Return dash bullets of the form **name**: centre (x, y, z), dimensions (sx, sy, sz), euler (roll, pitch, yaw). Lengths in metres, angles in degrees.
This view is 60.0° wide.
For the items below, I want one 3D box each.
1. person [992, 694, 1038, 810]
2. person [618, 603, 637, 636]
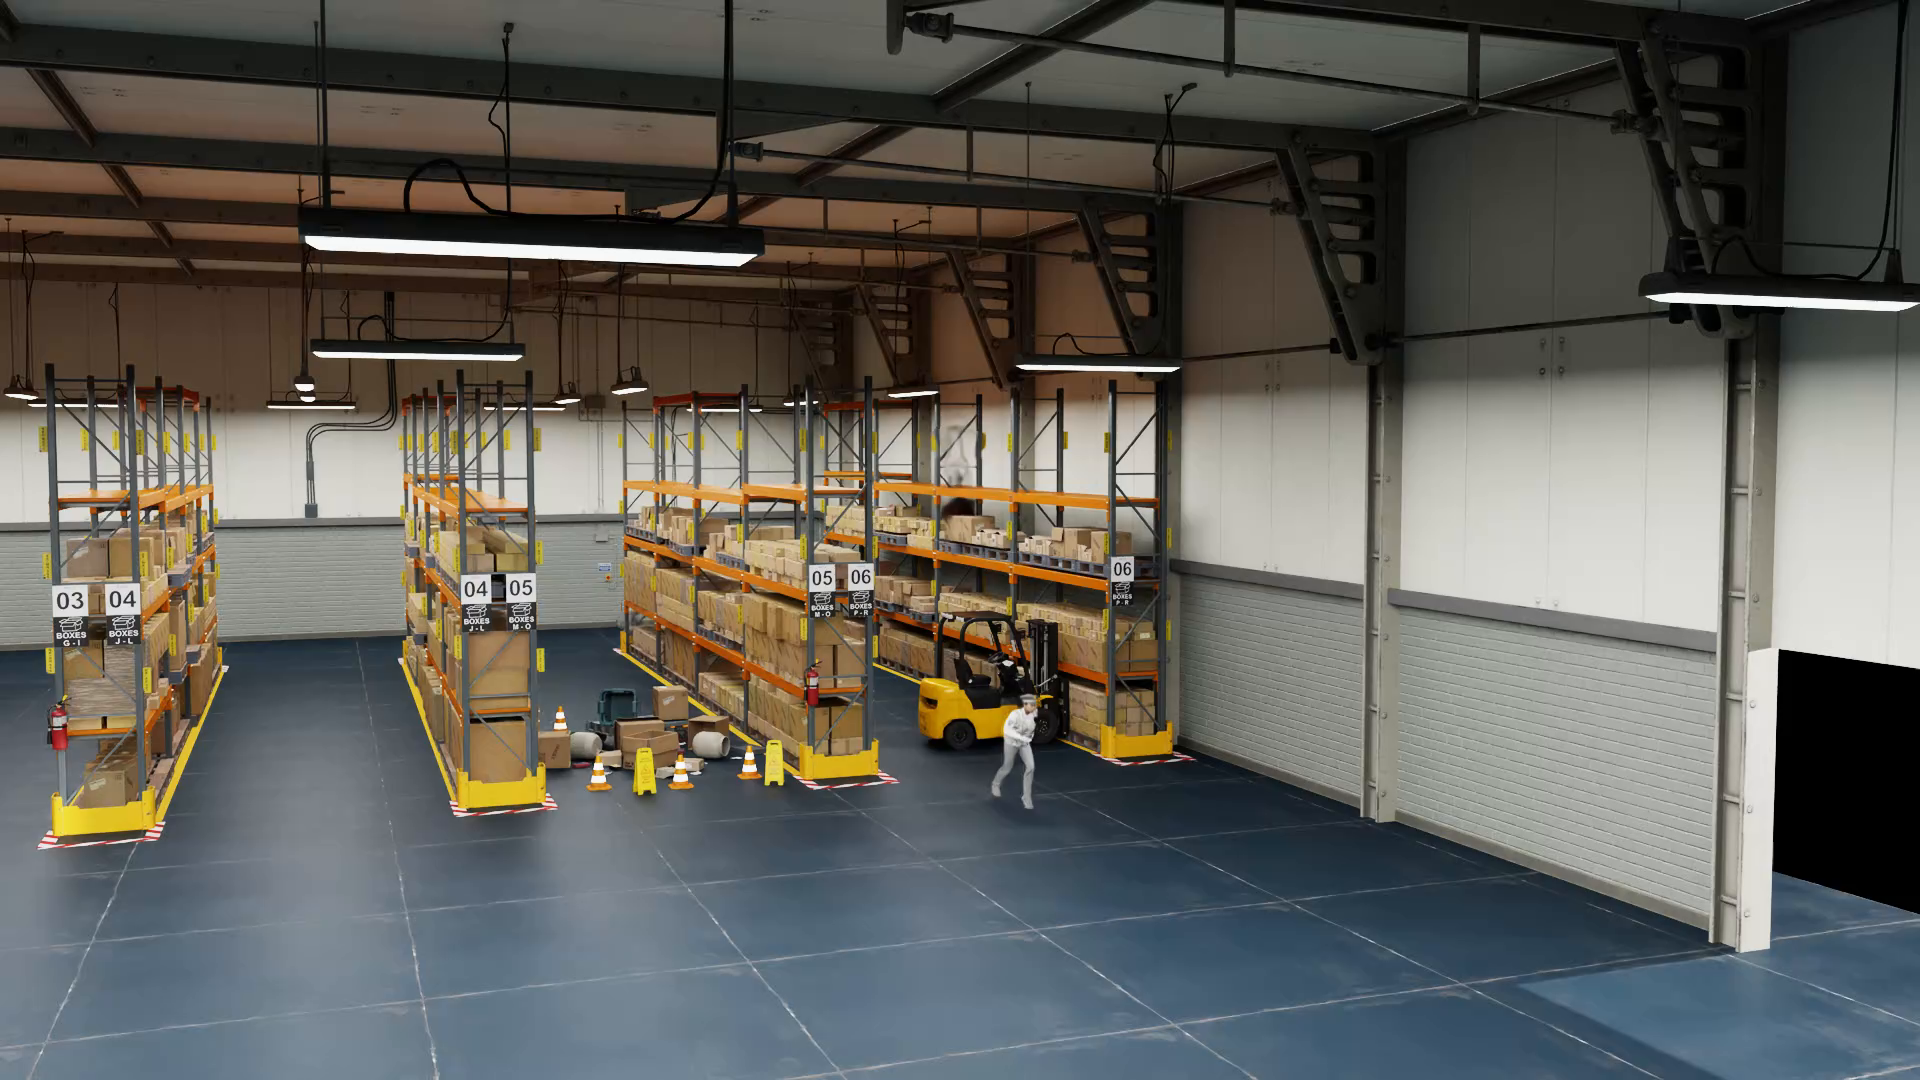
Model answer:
- **person**: centre (0.763, 2.892, 23.031), dimensions (0.658, 1.624, 0.963), euler (-2, 4, -36)
- **person**: centre (-8.150, 1.731, 40.997), dimensions (0.588, 1.722, 0.721), euler (0, 3, 3)
